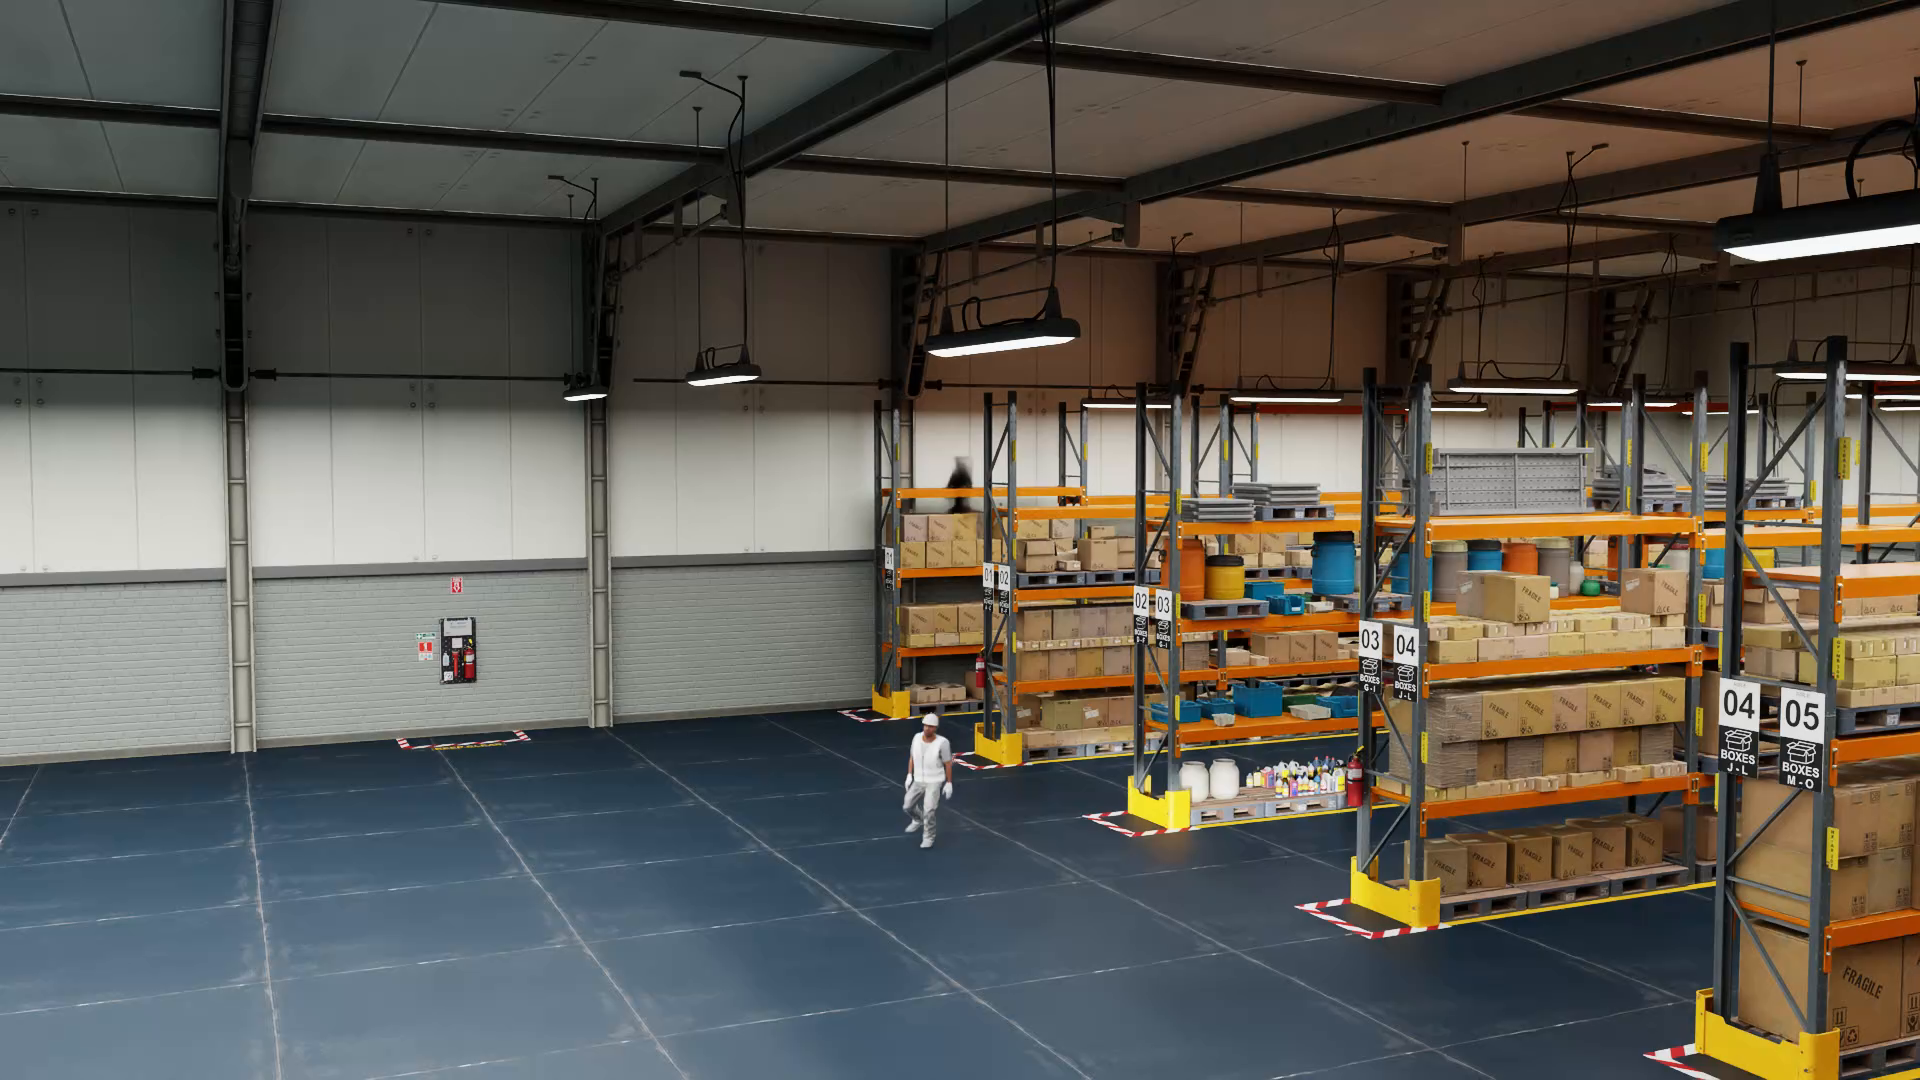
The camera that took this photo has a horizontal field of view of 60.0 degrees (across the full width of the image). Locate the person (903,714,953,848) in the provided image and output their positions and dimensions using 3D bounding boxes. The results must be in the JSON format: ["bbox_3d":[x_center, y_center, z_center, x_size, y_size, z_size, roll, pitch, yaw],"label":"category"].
[{"bbox_3d":[-0.426,3.052,21.323,0.832,1.721,0.597,2,4,29],"label":"person"}]
